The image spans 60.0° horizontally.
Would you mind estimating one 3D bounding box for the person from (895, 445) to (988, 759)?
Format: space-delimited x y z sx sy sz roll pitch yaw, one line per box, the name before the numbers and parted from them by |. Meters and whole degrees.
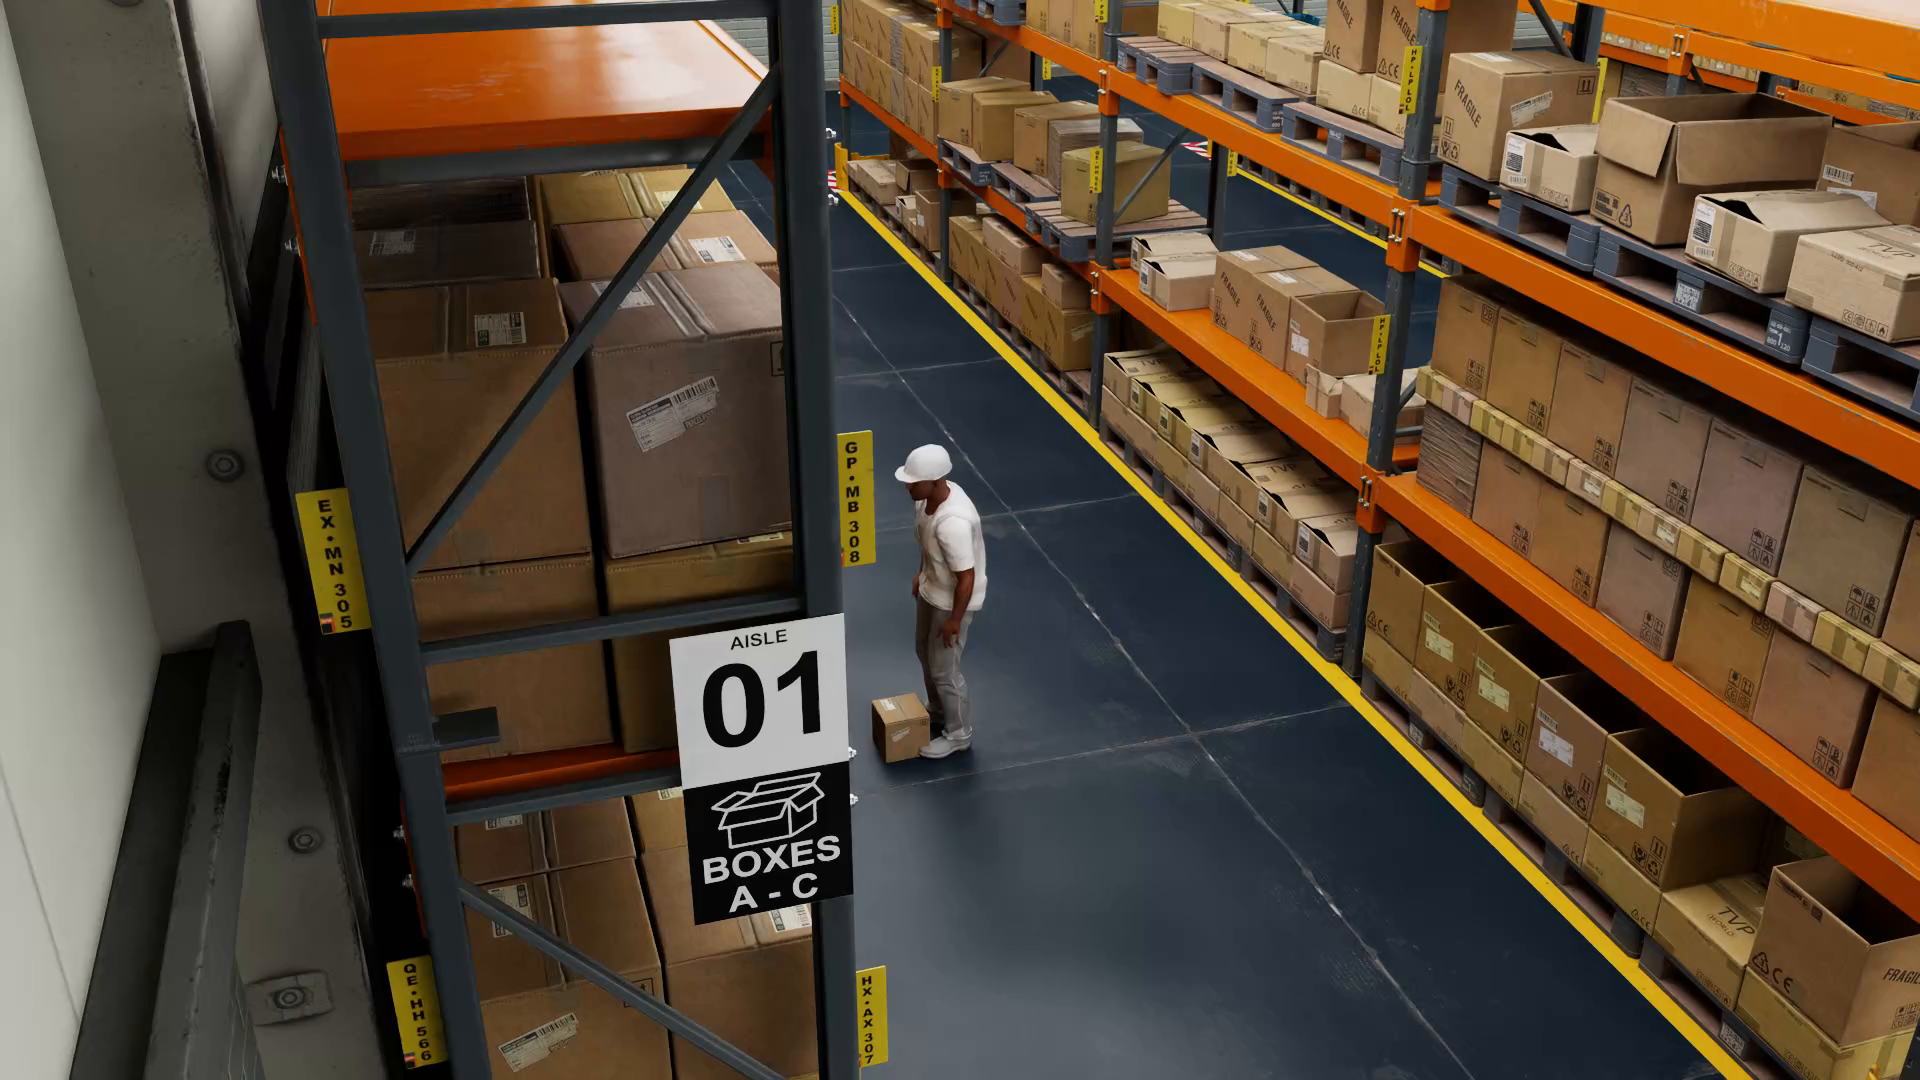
person | -0.108 0.299 8.734 0.461 1.760 0.626 -8 27 -16
